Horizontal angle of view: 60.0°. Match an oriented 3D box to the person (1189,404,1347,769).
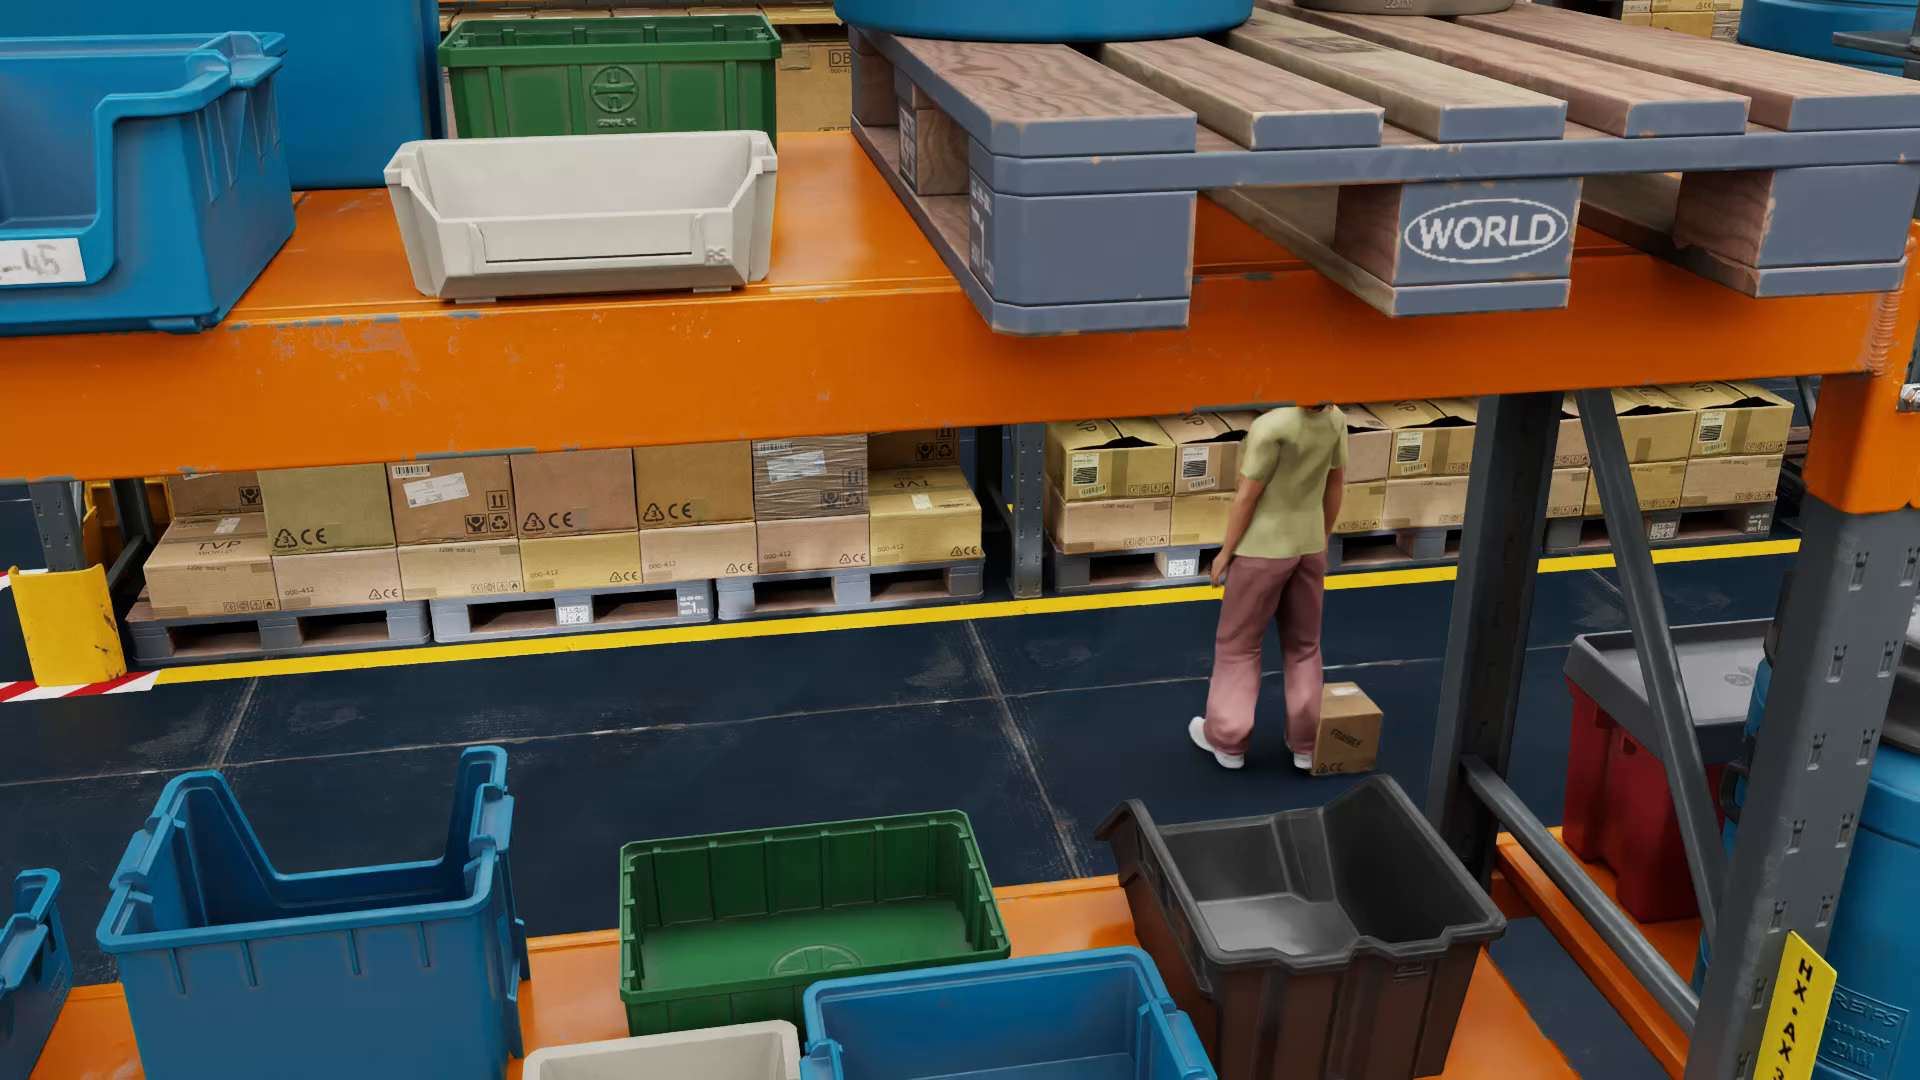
[{"bbox_3d":[1.114,0.035,5.954,0.502,1.680,0.455,-14,27,-29],"label":"person"}]
